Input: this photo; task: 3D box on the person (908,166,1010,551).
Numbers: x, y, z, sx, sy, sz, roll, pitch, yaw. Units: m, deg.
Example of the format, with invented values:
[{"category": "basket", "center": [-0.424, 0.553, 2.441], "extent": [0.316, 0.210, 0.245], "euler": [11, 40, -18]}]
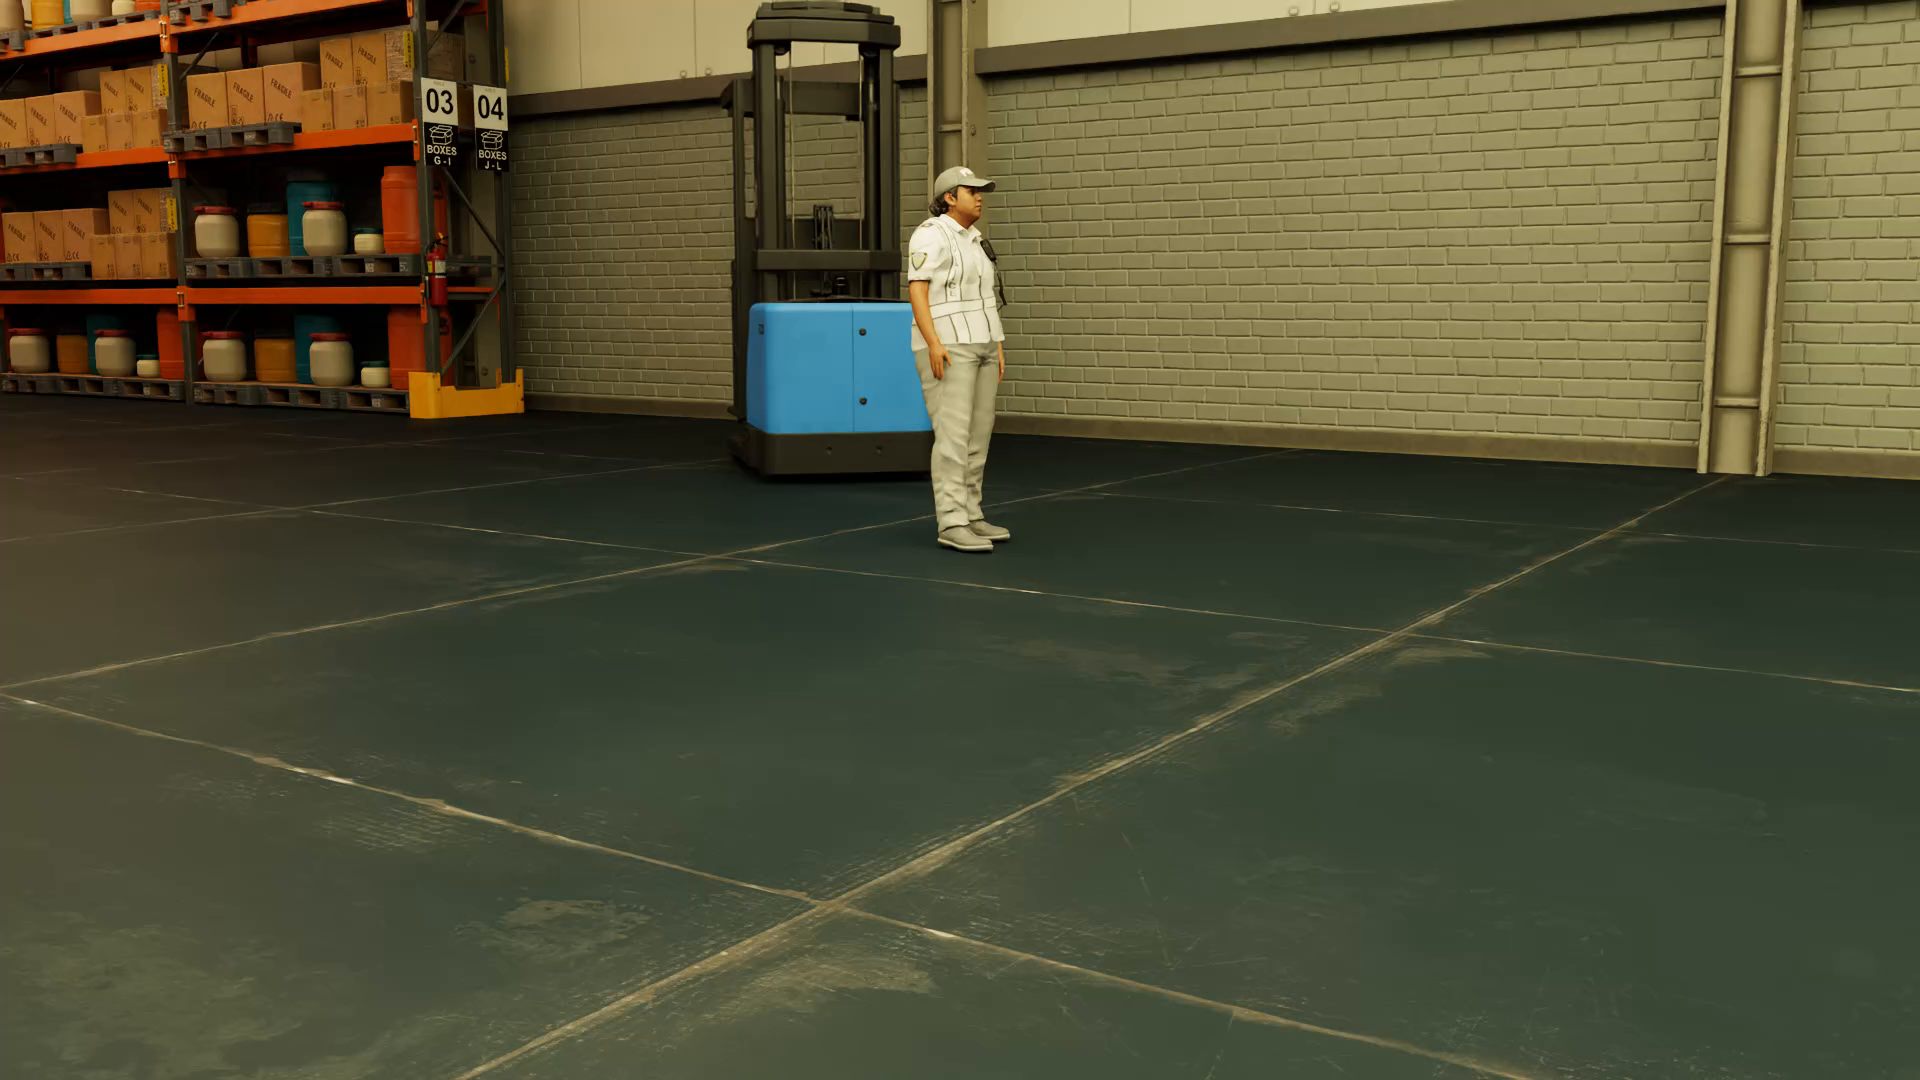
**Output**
[{"category": "person", "center": [0.051, -0.823, 7.424], "extent": [0.529, 1.670, 0.598], "euler": [5, 10, 34]}]

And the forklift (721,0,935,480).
[{"category": "forklift", "center": [-0.994, -1.986, 11.162], "extent": [1.130, 2.935, 3.031], "euler": [-2, 8, -14]}]
